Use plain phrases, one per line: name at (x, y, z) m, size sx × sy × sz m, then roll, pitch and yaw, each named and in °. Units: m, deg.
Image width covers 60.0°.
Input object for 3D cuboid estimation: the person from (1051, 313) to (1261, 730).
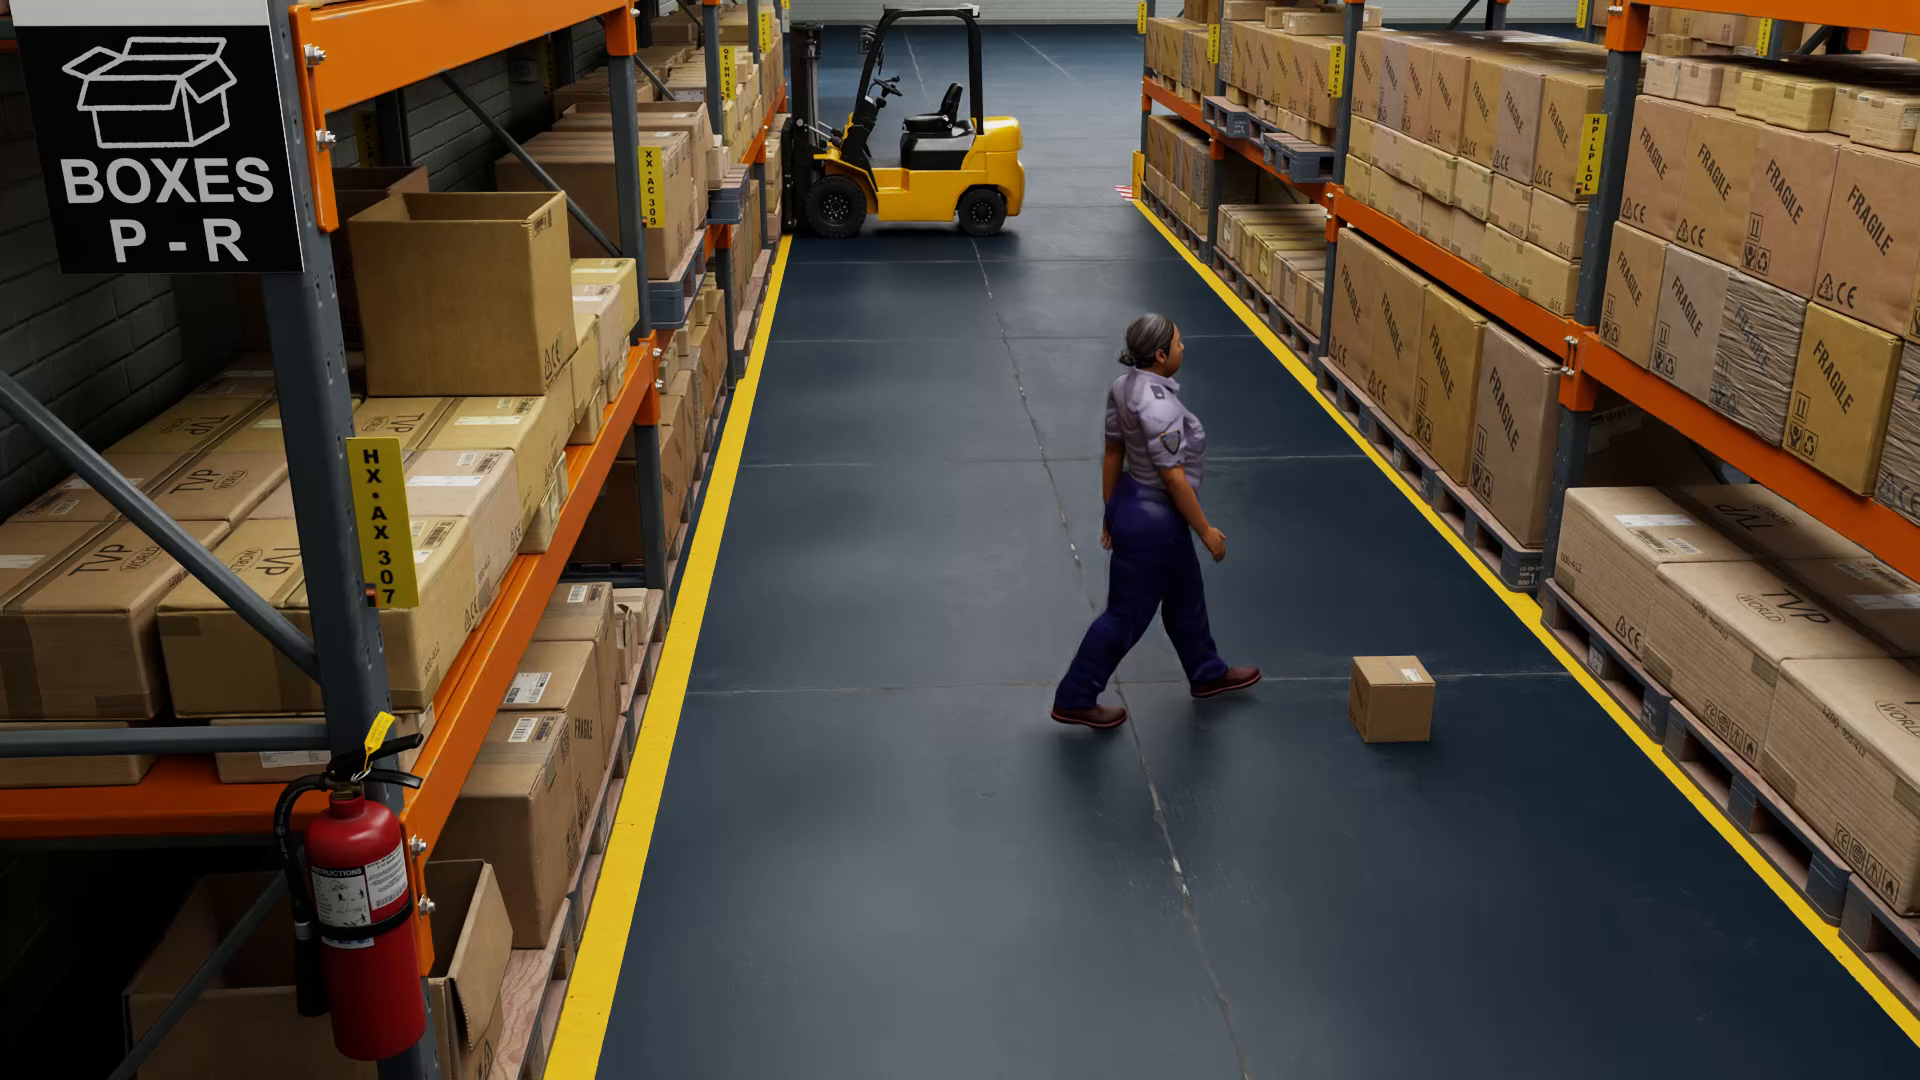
person at (0.791, -0.069, 6.274) m, size 0.903 × 1.604 × 0.484 m, roll -2°, pitch 21°, yaw -6°
